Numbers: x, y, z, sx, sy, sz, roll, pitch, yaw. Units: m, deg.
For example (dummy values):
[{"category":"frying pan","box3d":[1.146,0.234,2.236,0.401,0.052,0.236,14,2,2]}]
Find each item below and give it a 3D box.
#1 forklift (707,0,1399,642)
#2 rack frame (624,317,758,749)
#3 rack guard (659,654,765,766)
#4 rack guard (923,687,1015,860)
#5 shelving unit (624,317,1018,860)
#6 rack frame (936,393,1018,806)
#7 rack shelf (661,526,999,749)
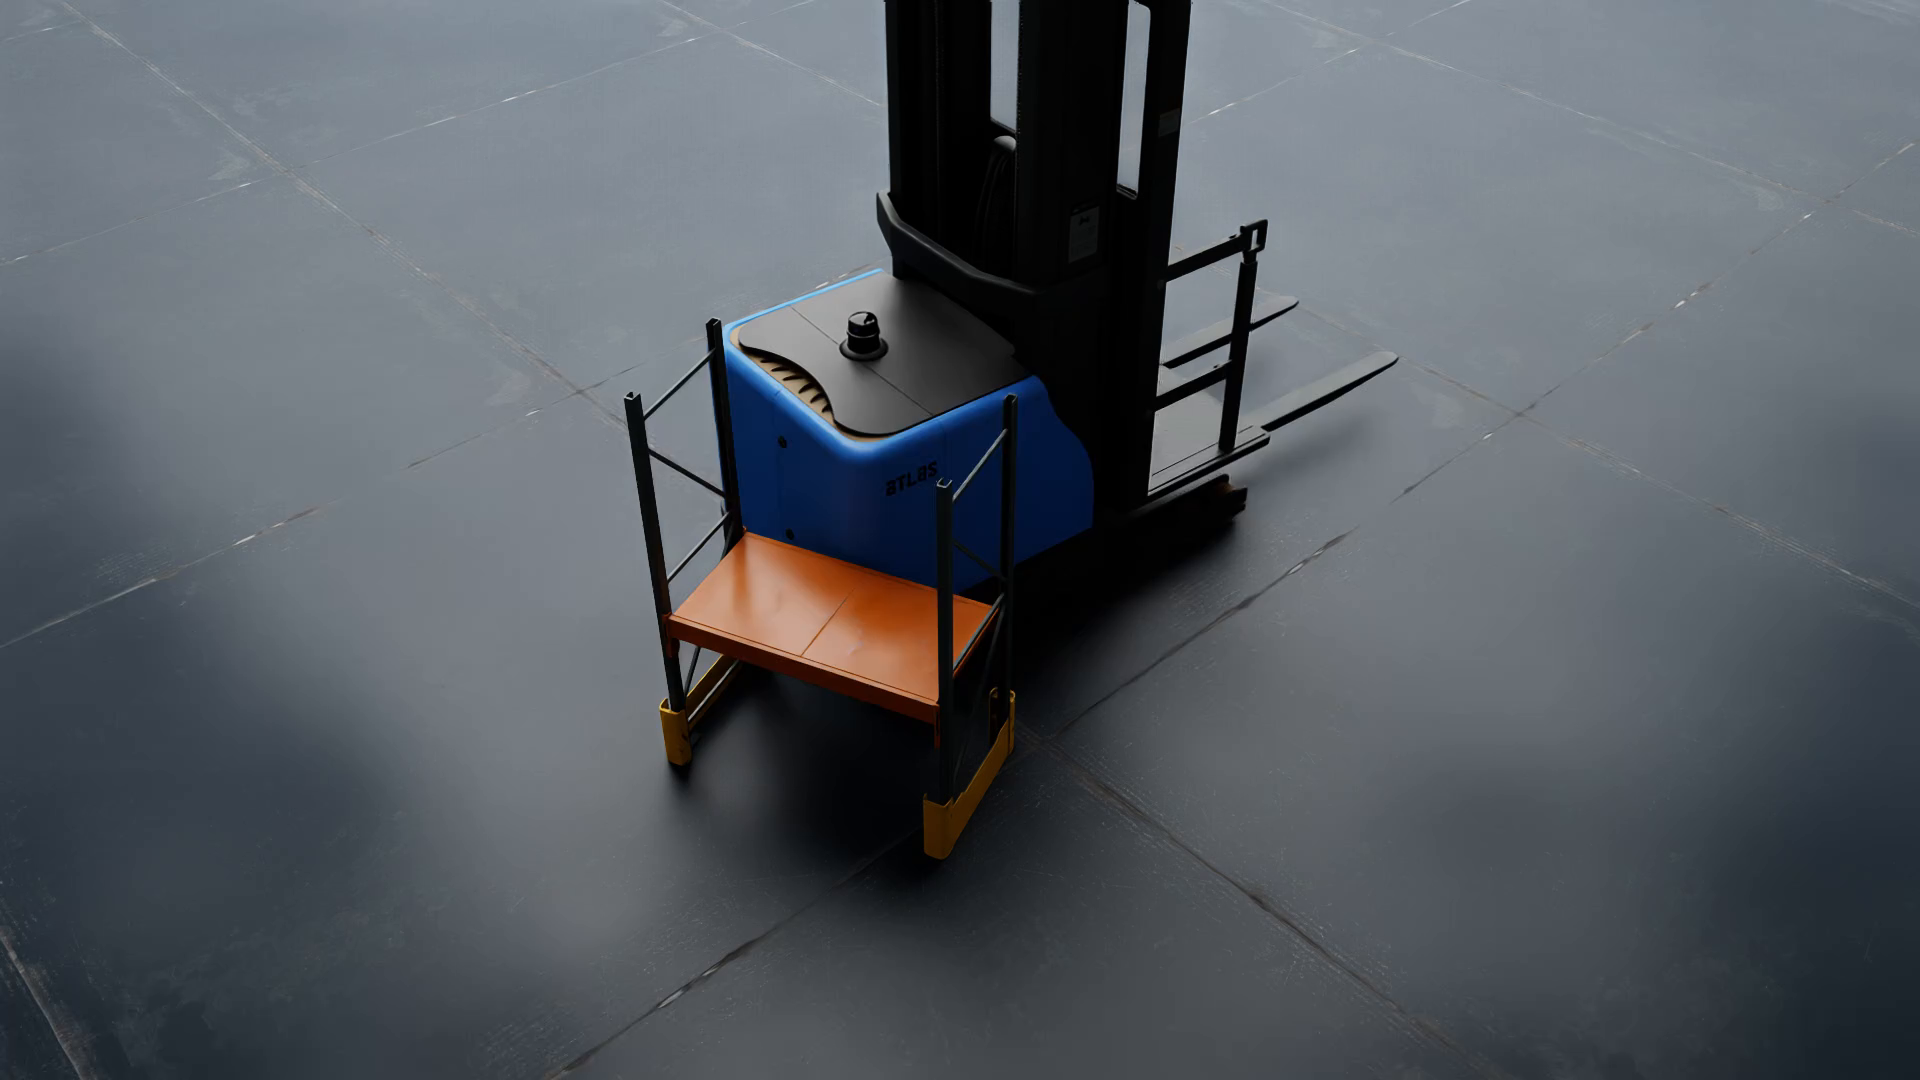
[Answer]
[{"category":"forklift","box3d":[0.553,-1.375,6.120,3.031,2.935,1.130,-26,45,-28]},{"category":"rack frame","box3d":[-0.869,0.027,5.523,0.032,1.500,0.500,16,42,19]},{"category":"rack guard","box3d":[-0.868,0.514,5.915,0.087,0.250,0.587,16,42,19]},{"category":"rack guard","box3d":[0.035,0.777,5.589,0.087,0.250,0.587,16,42,19]},{"category":"shelving unit","box3d":[-0.417,0.159,5.359,1.083,1.500,0.587,16,42,19]},{"category":"rack frame","box3d":[0.053,0.296,5.190,0.032,1.500,0.500,16,42,19]},{"category":"rack shelf","box3d":[-0.408,0.301,5.469,1.000,0.185,0.538,16,42,19]}]
